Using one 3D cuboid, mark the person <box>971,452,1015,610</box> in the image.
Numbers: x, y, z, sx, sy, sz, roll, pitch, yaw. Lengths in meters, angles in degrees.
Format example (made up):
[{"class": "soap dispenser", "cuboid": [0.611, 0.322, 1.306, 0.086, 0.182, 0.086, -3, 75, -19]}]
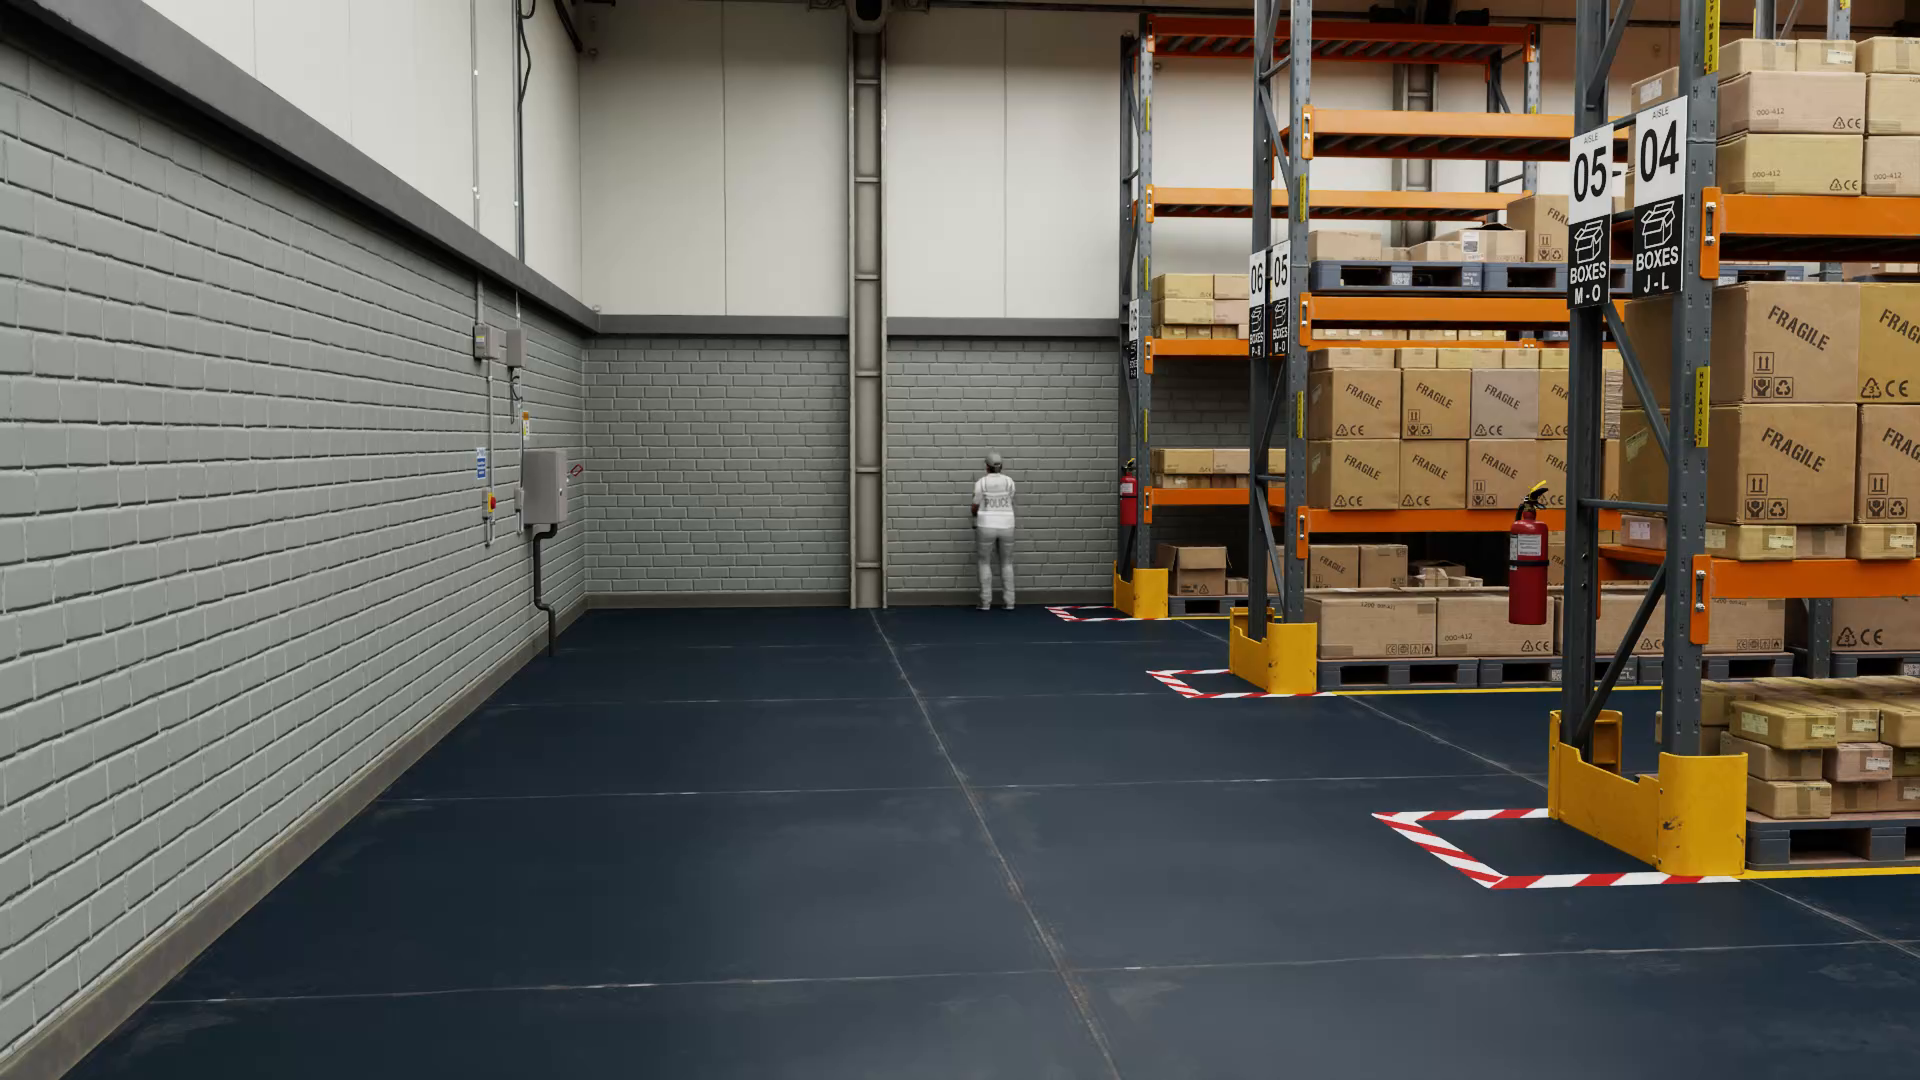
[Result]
[{"class": "person", "cuboid": [0.347, -0.094, 17.545, 0.499, 1.667, 0.519, -1, 4, -15]}]
